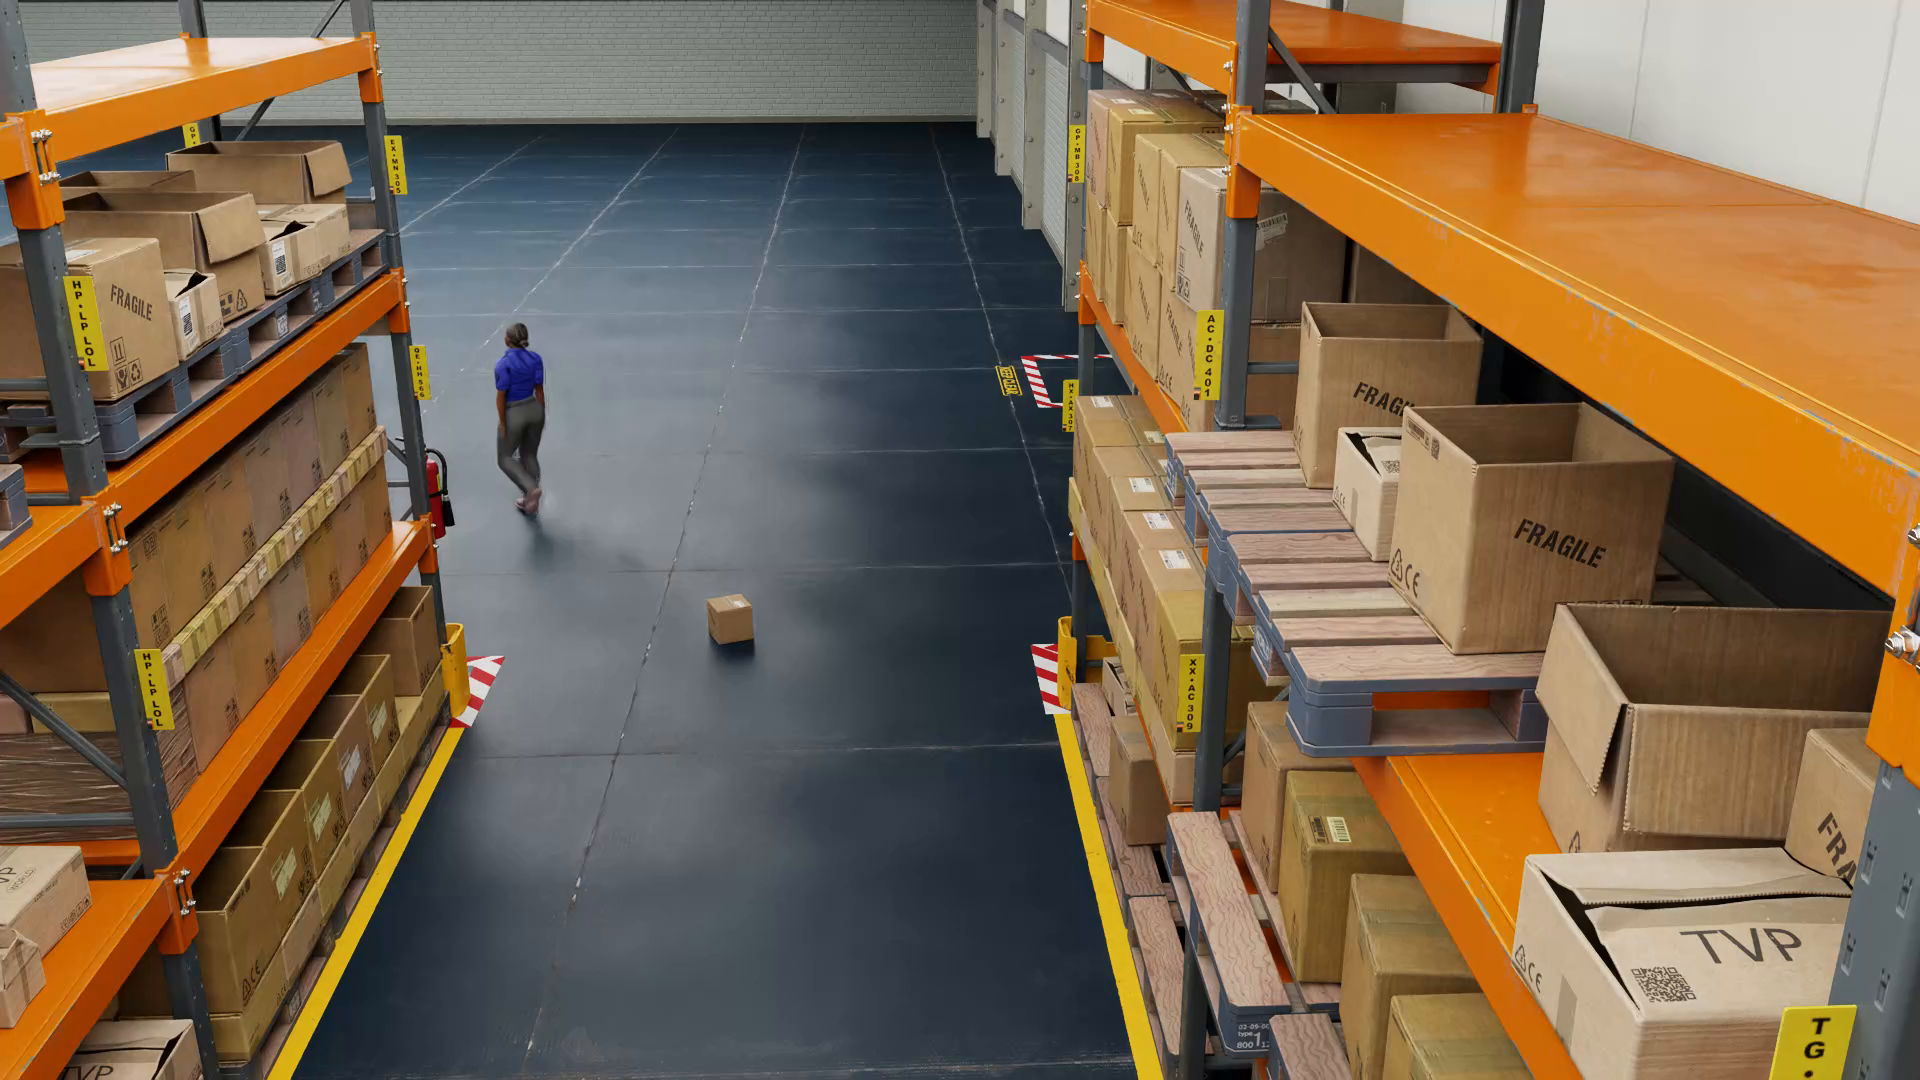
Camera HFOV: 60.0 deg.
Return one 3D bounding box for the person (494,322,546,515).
[{"bbox_3d":[-3.594,-0.989,13.677,0.445,1.632,0.577,-19,28,-41],"label":"person"}]
